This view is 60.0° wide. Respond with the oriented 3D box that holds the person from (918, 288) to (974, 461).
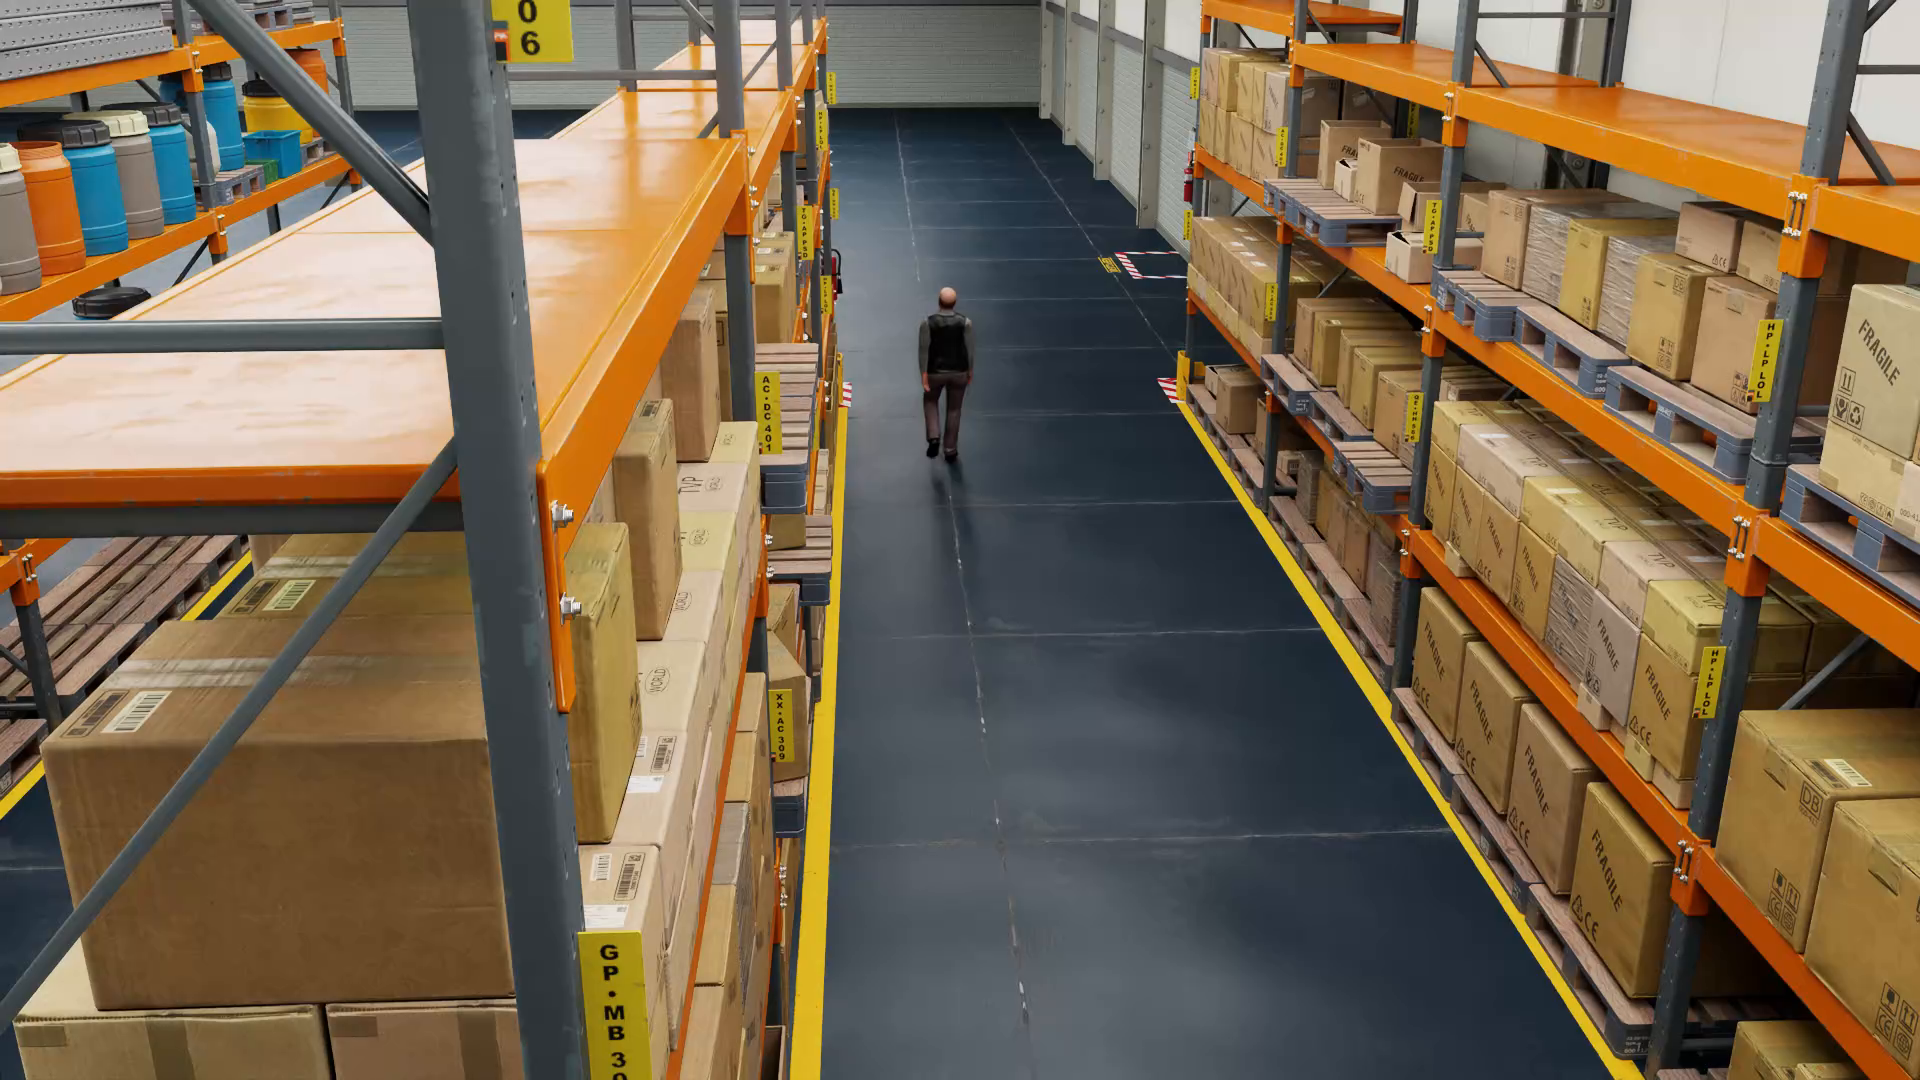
[{"bbox_3d":[-0.139,-1.641,16.376,0.547,1.735,0.460,-1,20,-2],"label":"person"}]
